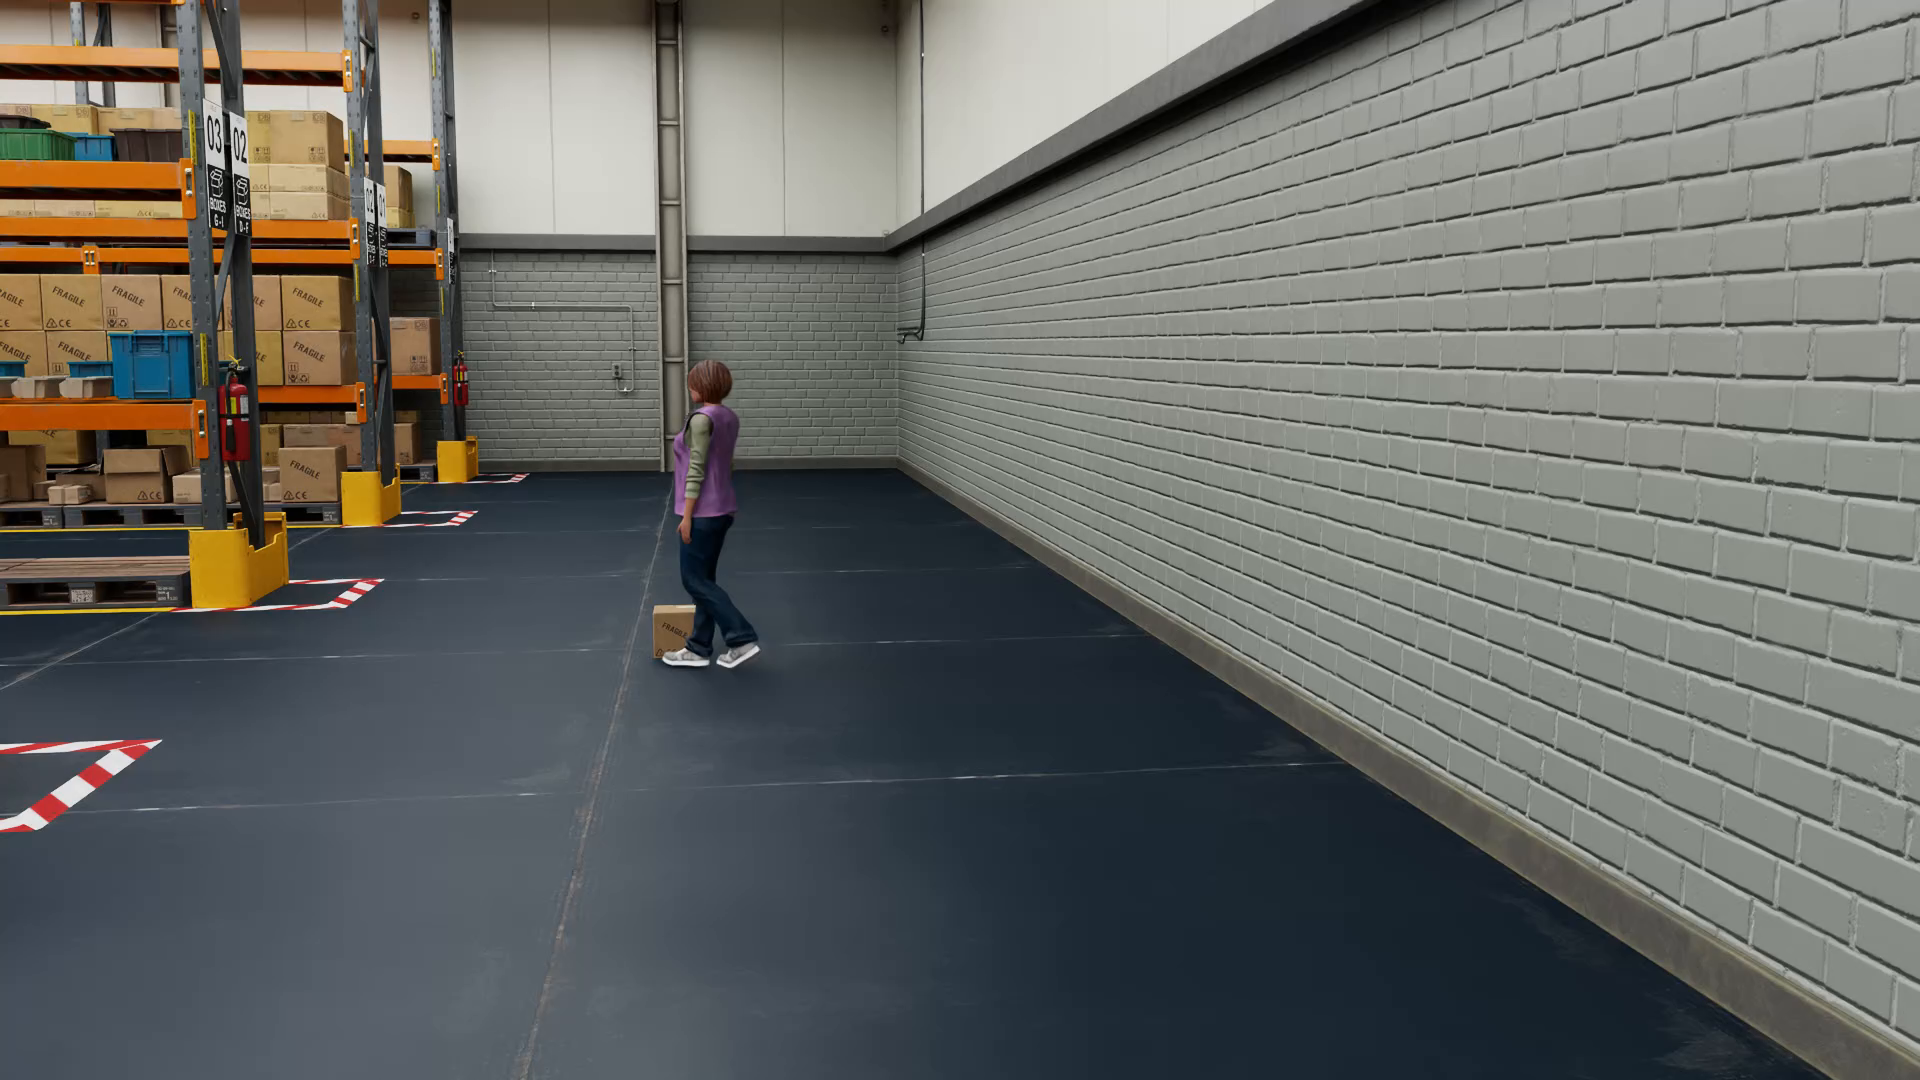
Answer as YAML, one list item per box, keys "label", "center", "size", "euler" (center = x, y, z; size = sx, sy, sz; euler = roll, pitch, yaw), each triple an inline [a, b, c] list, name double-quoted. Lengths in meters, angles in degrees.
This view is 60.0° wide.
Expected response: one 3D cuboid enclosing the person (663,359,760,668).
- label: "person"
  center: [-1.289, -0.122, 8.482]
  size: [0.601, 1.590, 0.409]
  euler: [2, 7, 17]
